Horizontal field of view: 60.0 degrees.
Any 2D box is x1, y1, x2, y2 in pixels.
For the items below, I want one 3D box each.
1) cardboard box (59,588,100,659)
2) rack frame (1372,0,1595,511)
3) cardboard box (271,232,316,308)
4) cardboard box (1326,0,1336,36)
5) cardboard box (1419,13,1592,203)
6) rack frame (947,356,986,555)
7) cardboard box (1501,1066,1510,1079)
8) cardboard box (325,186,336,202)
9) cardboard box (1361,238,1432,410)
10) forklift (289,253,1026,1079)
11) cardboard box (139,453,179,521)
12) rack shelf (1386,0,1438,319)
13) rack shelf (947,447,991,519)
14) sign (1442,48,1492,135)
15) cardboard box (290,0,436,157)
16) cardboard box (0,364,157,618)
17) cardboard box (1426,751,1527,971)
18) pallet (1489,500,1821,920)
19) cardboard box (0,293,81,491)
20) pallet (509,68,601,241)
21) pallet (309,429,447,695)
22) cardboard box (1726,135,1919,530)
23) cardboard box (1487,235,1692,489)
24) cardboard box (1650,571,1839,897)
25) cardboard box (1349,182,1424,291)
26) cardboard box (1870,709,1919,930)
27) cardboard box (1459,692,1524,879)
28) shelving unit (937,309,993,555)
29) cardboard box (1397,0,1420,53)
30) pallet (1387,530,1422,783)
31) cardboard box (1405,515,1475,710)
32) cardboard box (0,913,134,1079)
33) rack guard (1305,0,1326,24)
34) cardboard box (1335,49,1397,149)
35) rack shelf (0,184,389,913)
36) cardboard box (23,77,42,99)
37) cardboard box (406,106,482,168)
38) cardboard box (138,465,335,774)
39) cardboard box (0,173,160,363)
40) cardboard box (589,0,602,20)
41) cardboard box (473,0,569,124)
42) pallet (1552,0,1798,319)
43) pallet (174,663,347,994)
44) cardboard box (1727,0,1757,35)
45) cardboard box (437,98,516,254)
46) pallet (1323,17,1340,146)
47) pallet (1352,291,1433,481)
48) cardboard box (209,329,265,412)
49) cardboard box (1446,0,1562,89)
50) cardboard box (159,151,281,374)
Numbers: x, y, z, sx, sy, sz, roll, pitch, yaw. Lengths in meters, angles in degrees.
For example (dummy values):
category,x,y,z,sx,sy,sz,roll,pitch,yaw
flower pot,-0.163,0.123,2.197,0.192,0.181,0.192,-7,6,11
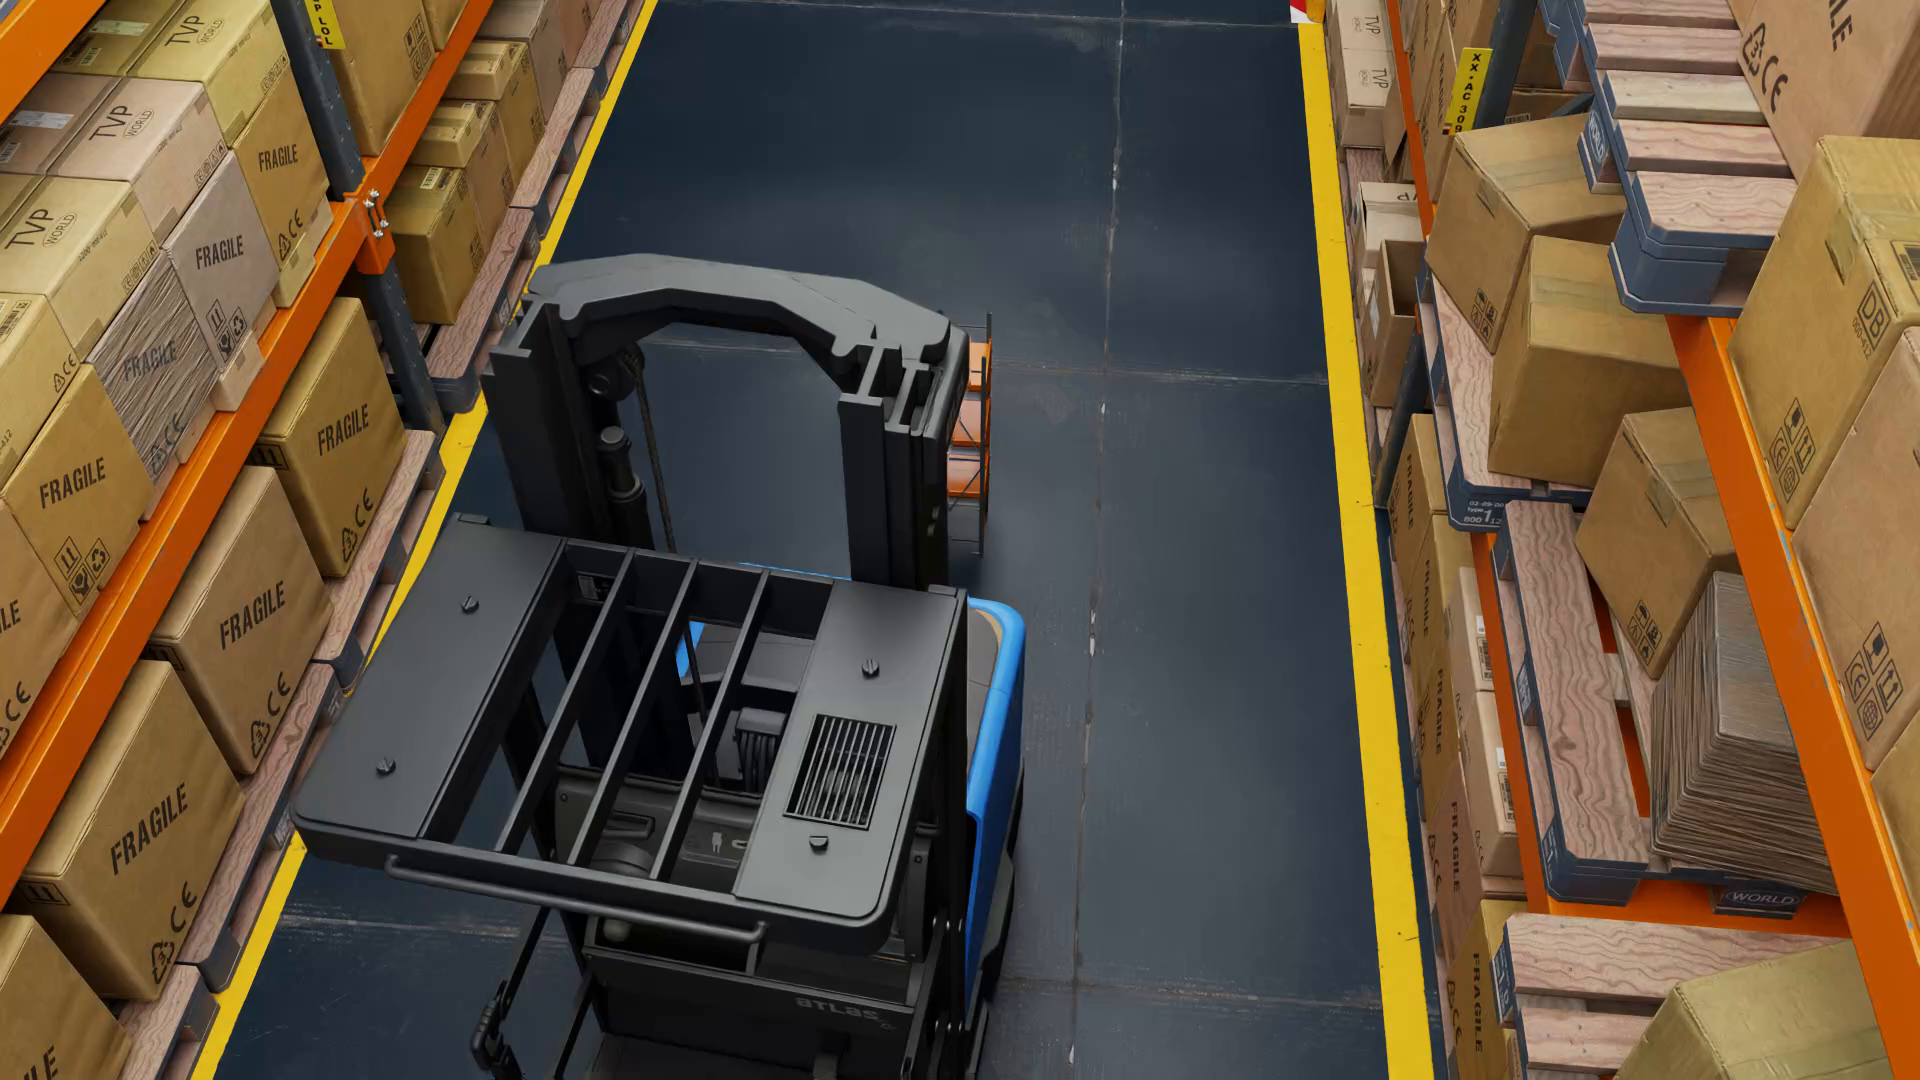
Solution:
category,x,y,z,sx,sy,sz,roll,pitch,yaw
cardboard box,-2.695,0.183,4.707,0.380,0.149,0.250,4,48,4
rack frame,2.213,-1.150,5.769,1.000,3.000,0.127,4,48,4
cardboard box,-2.469,-0.948,5.741,0.380,0.149,0.250,5,48,4
cardboard box,2.174,-2.813,8.912,0.380,0.166,0.250,4,48,4
cardboard box,2.003,-1.568,6.084,0.500,0.500,0.500,5,48,4
rack frame,-0.006,-0.304,6.317,0.200,1.050,0.008,4,48,4
cardboard box,1.700,1.781,4.484,0.500,0.500,0.500,6,48,5
cardboard box,-2.761,-1.447,7.010,0.380,0.149,0.250,4,48,3
cardboard box,1.982,-0.893,6.929,0.500,0.500,0.500,4,48,4
forklift,-0.576,0.933,3.910,1.130,2.935,3.031,8,48,8
cardboard box,-2.629,-0.204,5.061,0.380,0.149,0.250,3,48,2
rack shelf,2.395,-2.377,7.379,1.077,0.370,4.000,4,48,4
rack shelf,0.005,-0.199,6.611,0.215,0.259,0.240,4,48,4
sign,1.672,-1.473,5.478,0.100,0.325,0.005,4,48,4
cardboard box,-2.655,-1.979,6.324,0.980,0.700,0.700,5,48,4
cardboard box,-2.643,-0.154,4.575,0.500,0.500,0.500,5,48,5
cardboard box,1.789,1.015,5.185,0.500,0.500,0.500,2,48,2
pallet,2.021,0.425,4.459,1.003,0.211,1.213,4,48,4
cardboard box,-2.657,-0.390,4.282,0.500,0.250,0.500,3,48,3
pallet,-2.465,-1.992,8.429,1.003,0.211,1.213,4,48,4
pallet,-2.716,0.033,6.577,1.003,0.211,1.213,4,48,4
cardboard box,1.949,-0.337,2.924,0.910,0.500,0.500,4,48,4
cardboard box,1.948,-0.483,4.807,0.700,0.500,0.500,11,48,10
cardboard box,2.067,0.484,3.922,0.700,0.500,0.500,12,49,11
cardboard box,2.051,-1.380,7.503,0.500,0.311,0.500,4,48,4
cardboard box,1.855,0.420,2.232,0.910,0.500,0.500,4,48,4
cardboard box,1.790,0.735,4.933,0.500,0.250,0.500,3,48,3
shelving unit,0.005,-0.394,6.399,0.215,1.050,0.252,4,48,4
cardboard box,2.093,-2.325,6.776,0.500,0.500,0.500,5,48,4
pallet,2.177,0.391,6.249,1.003,0.211,1.213,4,48,4
cardboard box,1.889,0.277,5.860,0.500,0.500,0.500,4,48,4
cardboard box,-2.887,1.511,4.507,0.750,0.750,0.750,3,48,3
rack guard,2.571,-3.190,9.329,1.175,0.500,0.348,4,48,4
cardboard box,2.154,-2.195,8.290,0.500,0.250,0.500,4,48,4
rack shelf,-2.903,0.232,4.993,1.077,0.370,4.000,4,48,4
cardboard box,-3.063,-1.169,4.995,0.500,0.250,0.500,4,48,4
cardboard box,-2.337,-1.779,7.315,0.380,0.149,0.250,5,48,5
cardboard box,-2.728,0.243,5.667,0.750,0.750,0.750,5,48,5
cardboard box,-2.611,-0.764,4.625,0.500,0.250,0.500,5,48,4
cardboard box,-2.320,-3.197,9.050,0.700,0.500,0.500,4,48,4
cardboard box,-2.411,-2.459,8.376,0.700,0.500,0.500,2,48,2
pallet,1.992,-0.862,3.600,1.213,0.211,1.003,4,48,4
pallet,-2.824,0.932,5.755,1.003,0.211,1.213,4,48,4
cardboard box,2.055,-1.514,3.649,0.600,0.600,0.600,3,48,3
cardboard box,-2.501,-1.690,7.672,0.700,0.500,0.500,3,48,3
pallet,2.499,-2.506,8.900,1.003,0.211,1.213,4,48,4
pallet,2.277,-0.713,7.260,1.003,0.211,1.213,4,48,4
cardboard box,-2.503,-0.562,5.388,0.380,0.149,0.250,4,48,4
cardboard box,2.001,-1.910,5.719,0.500,0.500,0.500,4,48,4
cardboard box,-2.548,-0.890,5.248,0.500,0.500,0.500,4,48,4
